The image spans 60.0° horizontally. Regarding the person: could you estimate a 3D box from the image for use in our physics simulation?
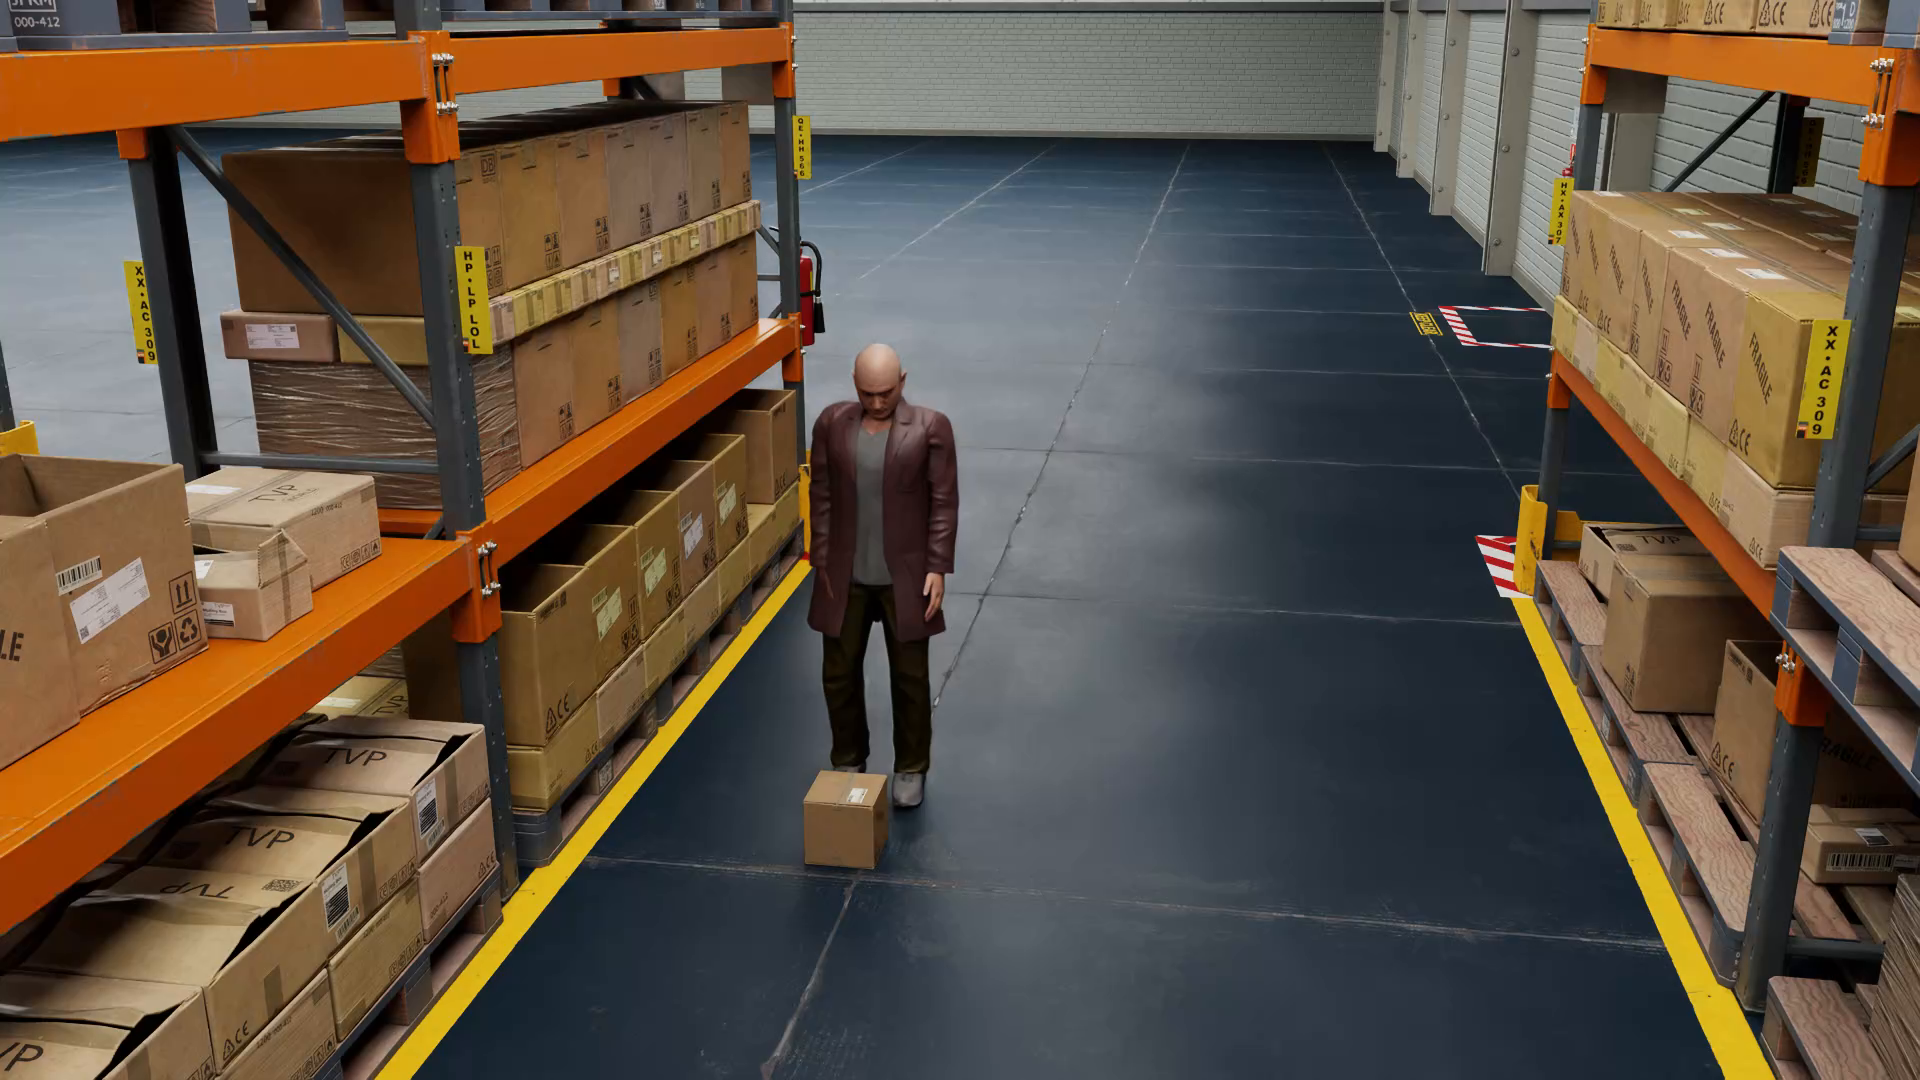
[{"bbox_3d":[-0.291,0.137,6.199,0.572,1.759,0.384,3,18,11],"label":"person"}]
